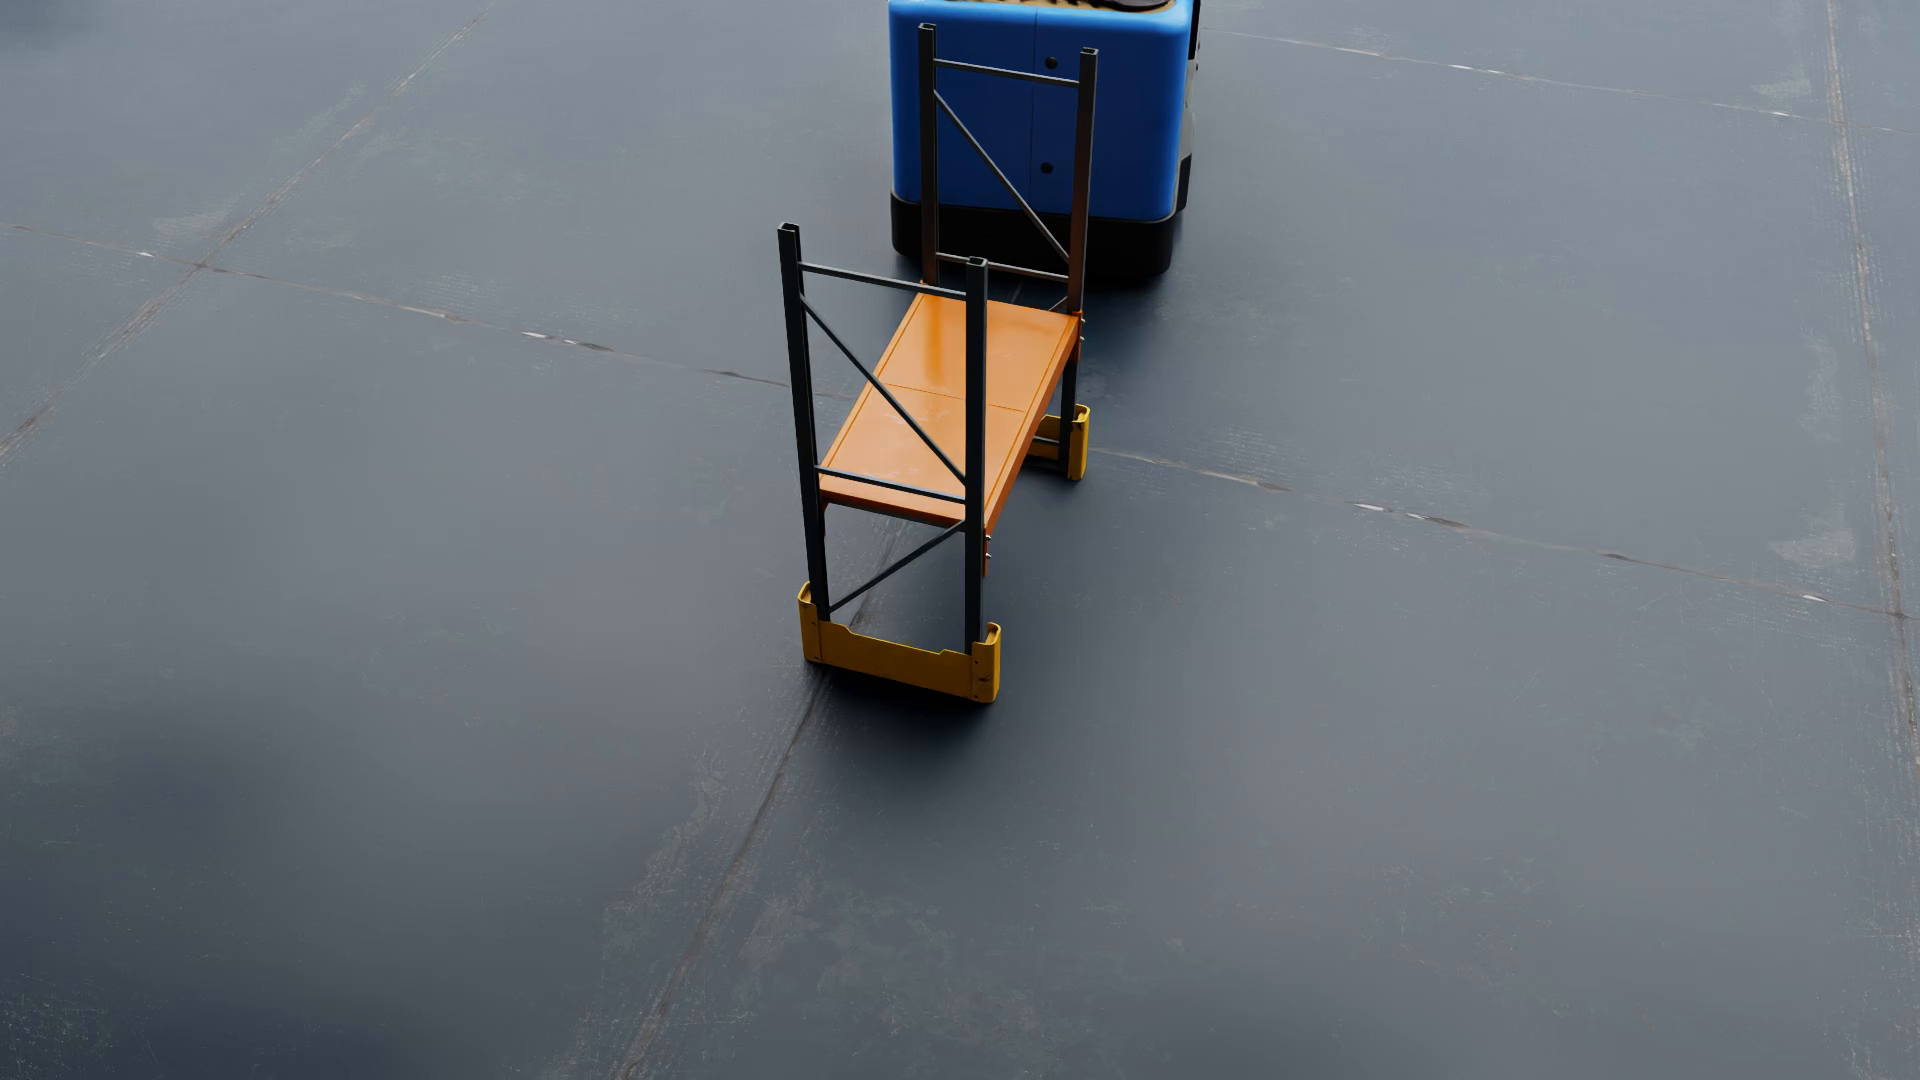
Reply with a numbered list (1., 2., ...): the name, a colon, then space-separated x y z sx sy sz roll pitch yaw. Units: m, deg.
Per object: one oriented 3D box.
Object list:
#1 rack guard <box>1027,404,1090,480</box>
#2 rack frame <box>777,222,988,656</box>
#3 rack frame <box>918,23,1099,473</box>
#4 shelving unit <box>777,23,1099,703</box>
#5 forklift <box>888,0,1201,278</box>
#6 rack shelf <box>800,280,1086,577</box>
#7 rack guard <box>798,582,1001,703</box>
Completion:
1. rack guard: 0.128 -0.370 5.450 0.587 0.250 0.087 13 46 13
2. rack frame: -0.180 -0.140 4.321 0.500 1.500 0.032 13 46 13
3. rack frame: 0.128 -0.818 5.014 0.500 1.500 0.032 13 46 13
4. shelving unit: -0.023 -0.485 4.674 0.587 1.500 1.083 13 46 13
5. forklift: 0.469 -3.053 6.274 1.130 2.935 3.031 6 45 6
6. rack shelf: -0.026 -0.351 4.793 0.538 0.185 1.000 13 46 13
7. rack guard: -0.174 0.293 4.771 0.587 0.250 0.087 13 46 13
